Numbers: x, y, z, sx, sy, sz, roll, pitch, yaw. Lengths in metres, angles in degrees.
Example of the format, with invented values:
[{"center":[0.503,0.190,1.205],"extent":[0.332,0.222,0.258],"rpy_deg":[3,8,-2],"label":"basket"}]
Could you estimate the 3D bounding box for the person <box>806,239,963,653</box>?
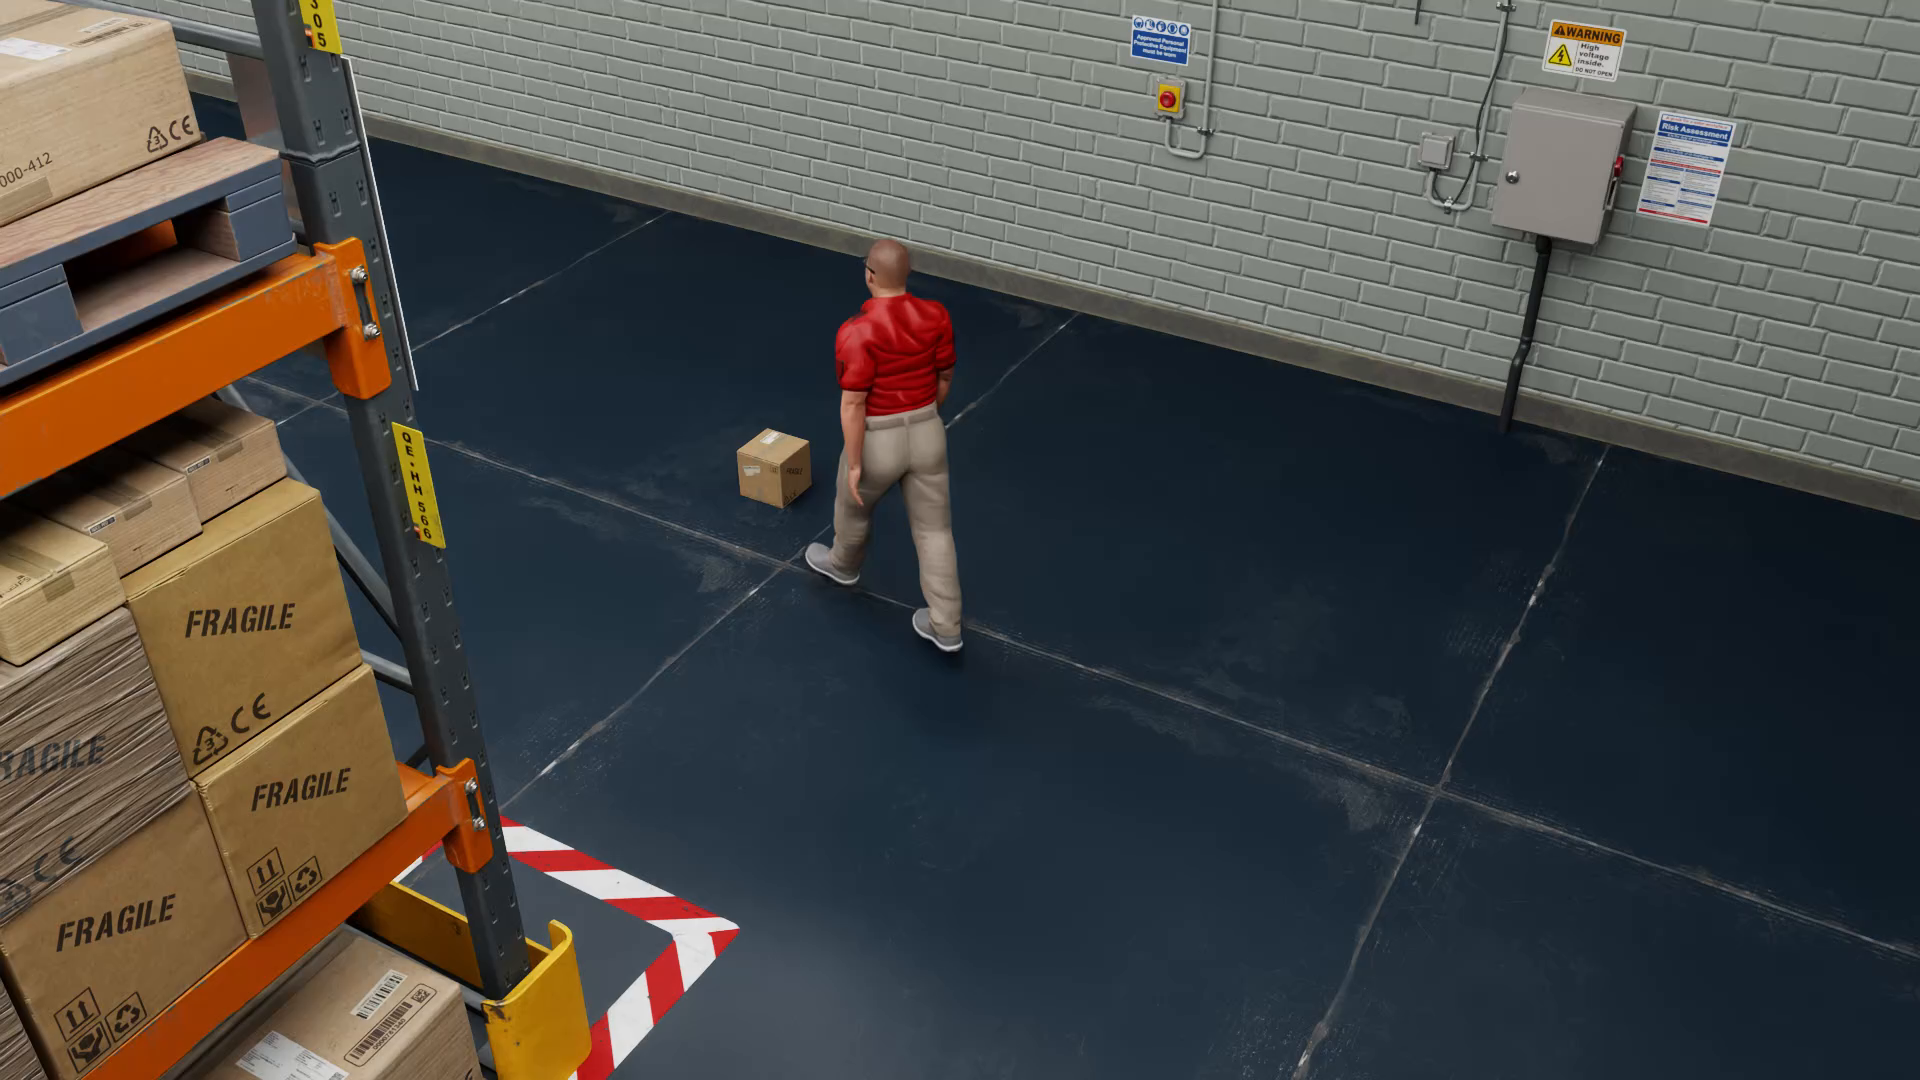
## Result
[{"center":[-0.274,-0.432,6.773],"extent":[0.544,1.670,0.979],"rpy_deg":[-15,37,-21],"label":"person"}]
